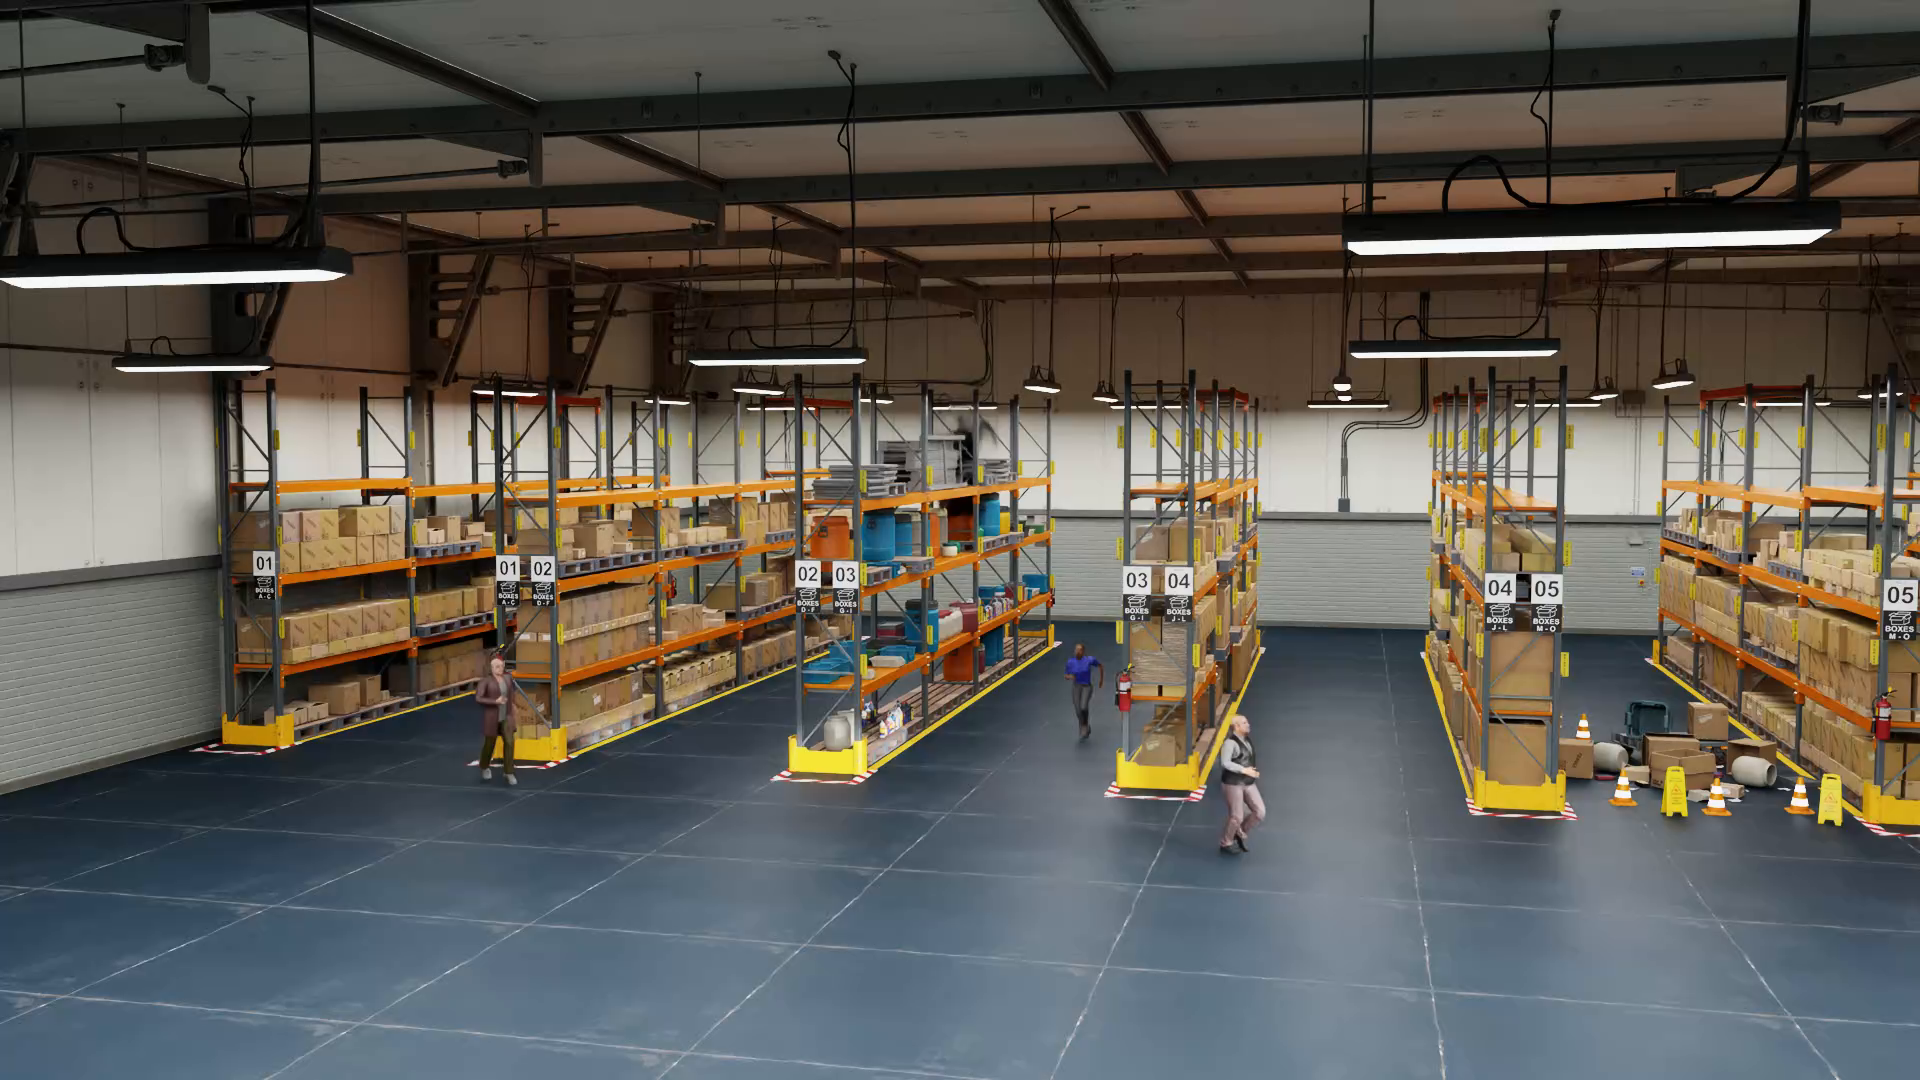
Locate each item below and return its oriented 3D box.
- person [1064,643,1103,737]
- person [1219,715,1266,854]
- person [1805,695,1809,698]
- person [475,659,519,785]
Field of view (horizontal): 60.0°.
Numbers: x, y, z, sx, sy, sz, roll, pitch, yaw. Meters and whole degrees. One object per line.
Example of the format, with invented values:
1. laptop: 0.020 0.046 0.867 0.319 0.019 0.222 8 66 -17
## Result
1. person: 2.053 2.515 27.734 0.610 1.604 0.758 1 4 15
2. person: 3.391 2.949 19.999 0.639 1.693 0.662 3 5 44
3. person: 16.406 2.236 32.066 0.669 1.679 0.733 1 4 12
4. person: -6.749 2.630 24.273 0.706 1.805 0.934 -3 4 -40
